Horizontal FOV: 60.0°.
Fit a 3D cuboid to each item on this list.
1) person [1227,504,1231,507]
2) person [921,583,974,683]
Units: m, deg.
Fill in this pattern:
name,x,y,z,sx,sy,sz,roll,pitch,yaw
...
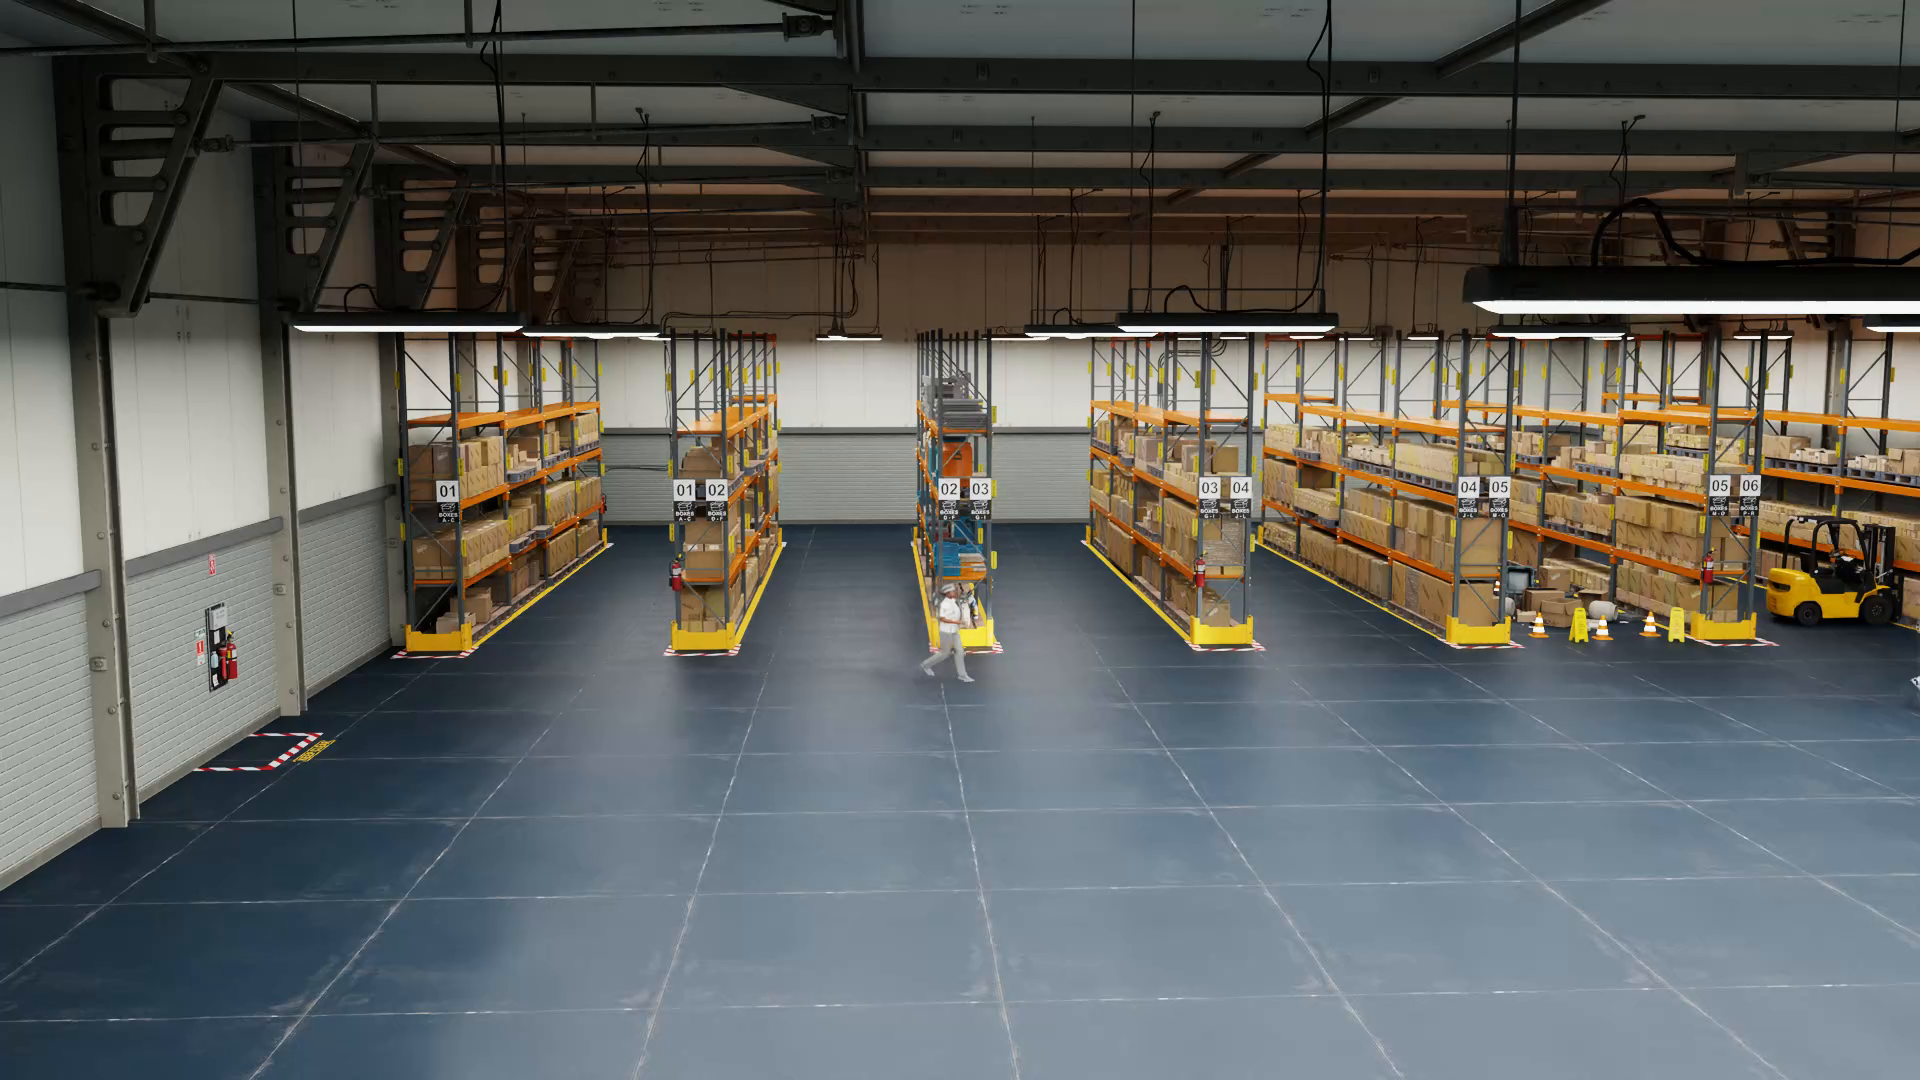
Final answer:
name,x,y,z,sx,sy,sz,roll,pitch,yaw
person,7.350,-0.712,47.568,0.667,1.625,0.867,6,9,39
person,-0.209,1.565,28.157,0.931,1.694,0.585,2,7,20
